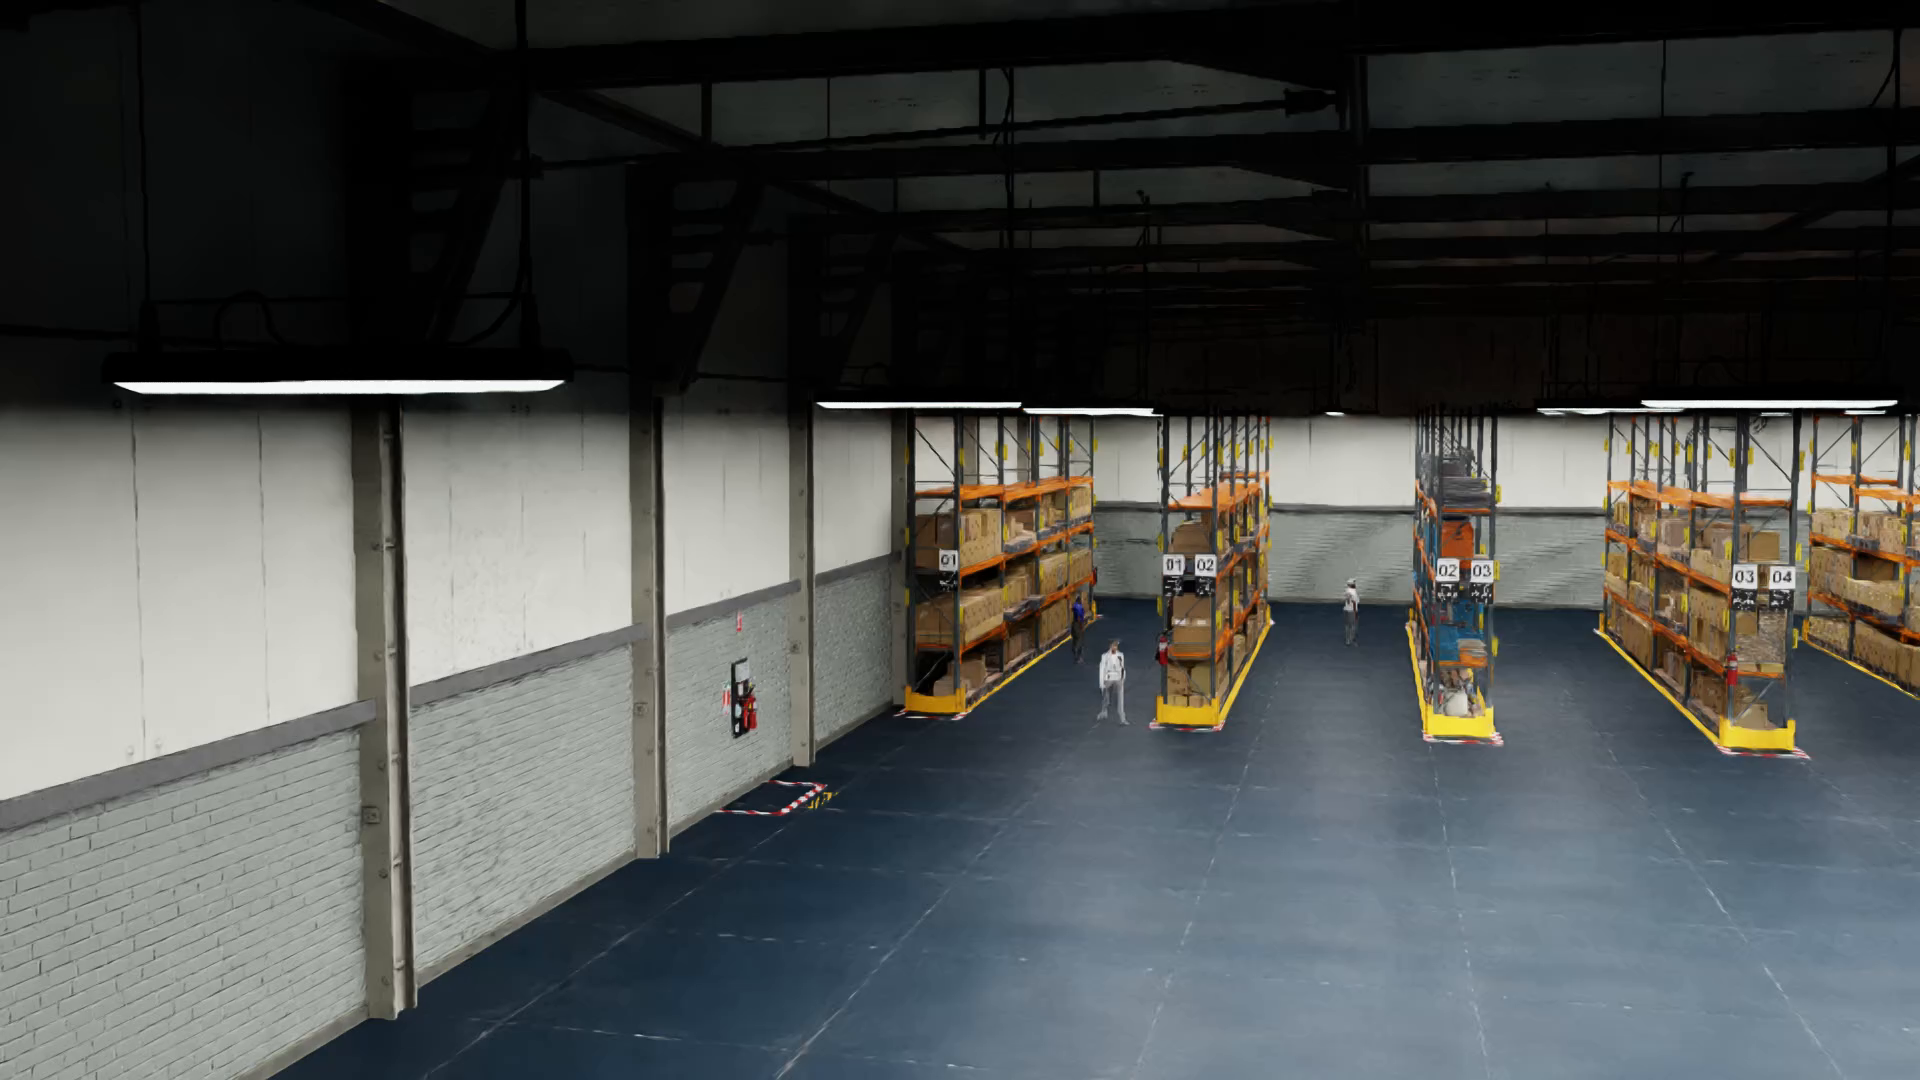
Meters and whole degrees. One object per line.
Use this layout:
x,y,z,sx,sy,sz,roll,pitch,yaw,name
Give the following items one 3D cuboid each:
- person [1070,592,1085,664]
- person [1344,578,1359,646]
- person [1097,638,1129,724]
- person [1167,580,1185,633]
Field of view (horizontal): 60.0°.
2.787,2.080,39.030,0.360,1.724,0.526,-1,4,-12,person
9.930,1.856,42.098,0.362,1.726,0.526,-1,4,-14,person
2.874,2.634,31.339,0.529,1.622,0.938,0,4,-6,person
5.748,1.660,44.002,0.729,1.733,0.546,1,4,12,person
